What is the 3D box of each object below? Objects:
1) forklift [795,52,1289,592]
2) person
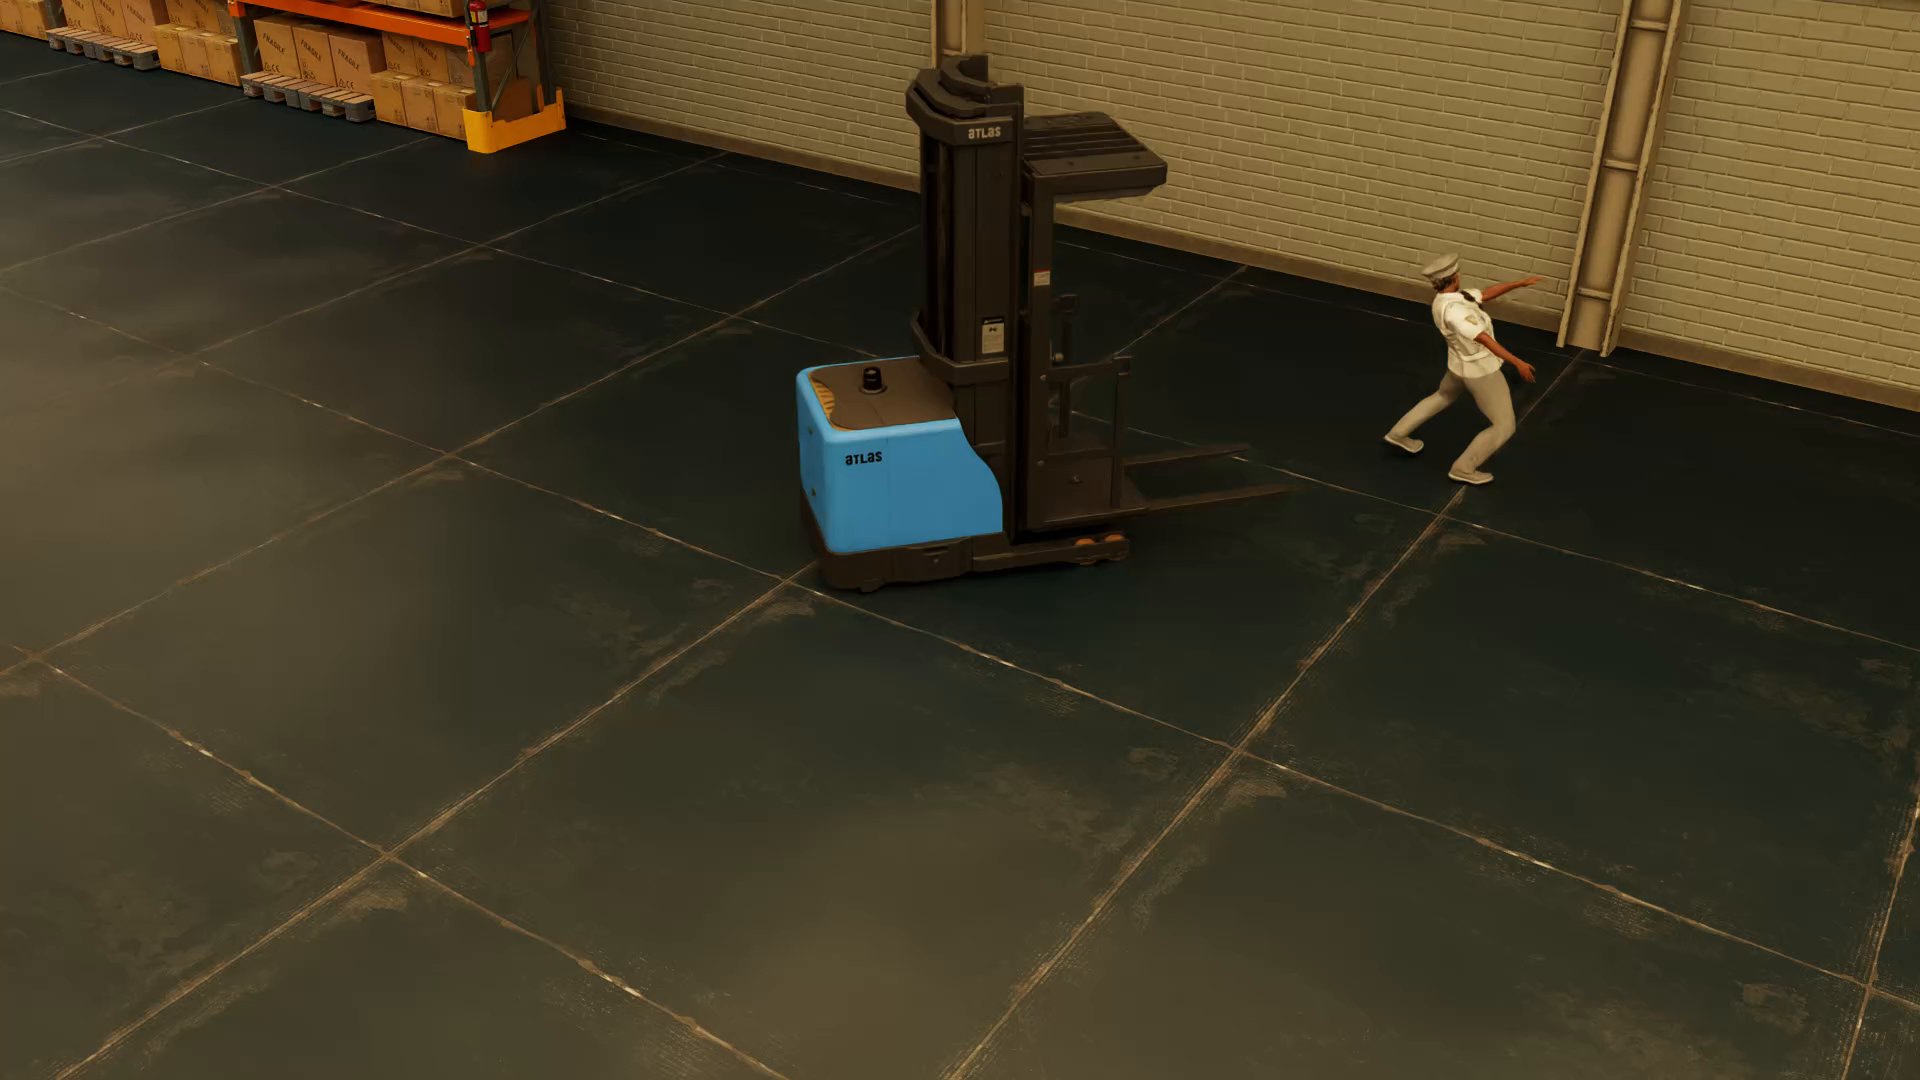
[{"bbox_3d":[0.556,-1.357,9.918,3.031,2.935,1.130,-8,31,-13],"label":"forklift"},{"bbox_3d":[3.410,-1.086,10.868,0.767,1.488,0.926,-8,31,-13],"label":"person"}]
